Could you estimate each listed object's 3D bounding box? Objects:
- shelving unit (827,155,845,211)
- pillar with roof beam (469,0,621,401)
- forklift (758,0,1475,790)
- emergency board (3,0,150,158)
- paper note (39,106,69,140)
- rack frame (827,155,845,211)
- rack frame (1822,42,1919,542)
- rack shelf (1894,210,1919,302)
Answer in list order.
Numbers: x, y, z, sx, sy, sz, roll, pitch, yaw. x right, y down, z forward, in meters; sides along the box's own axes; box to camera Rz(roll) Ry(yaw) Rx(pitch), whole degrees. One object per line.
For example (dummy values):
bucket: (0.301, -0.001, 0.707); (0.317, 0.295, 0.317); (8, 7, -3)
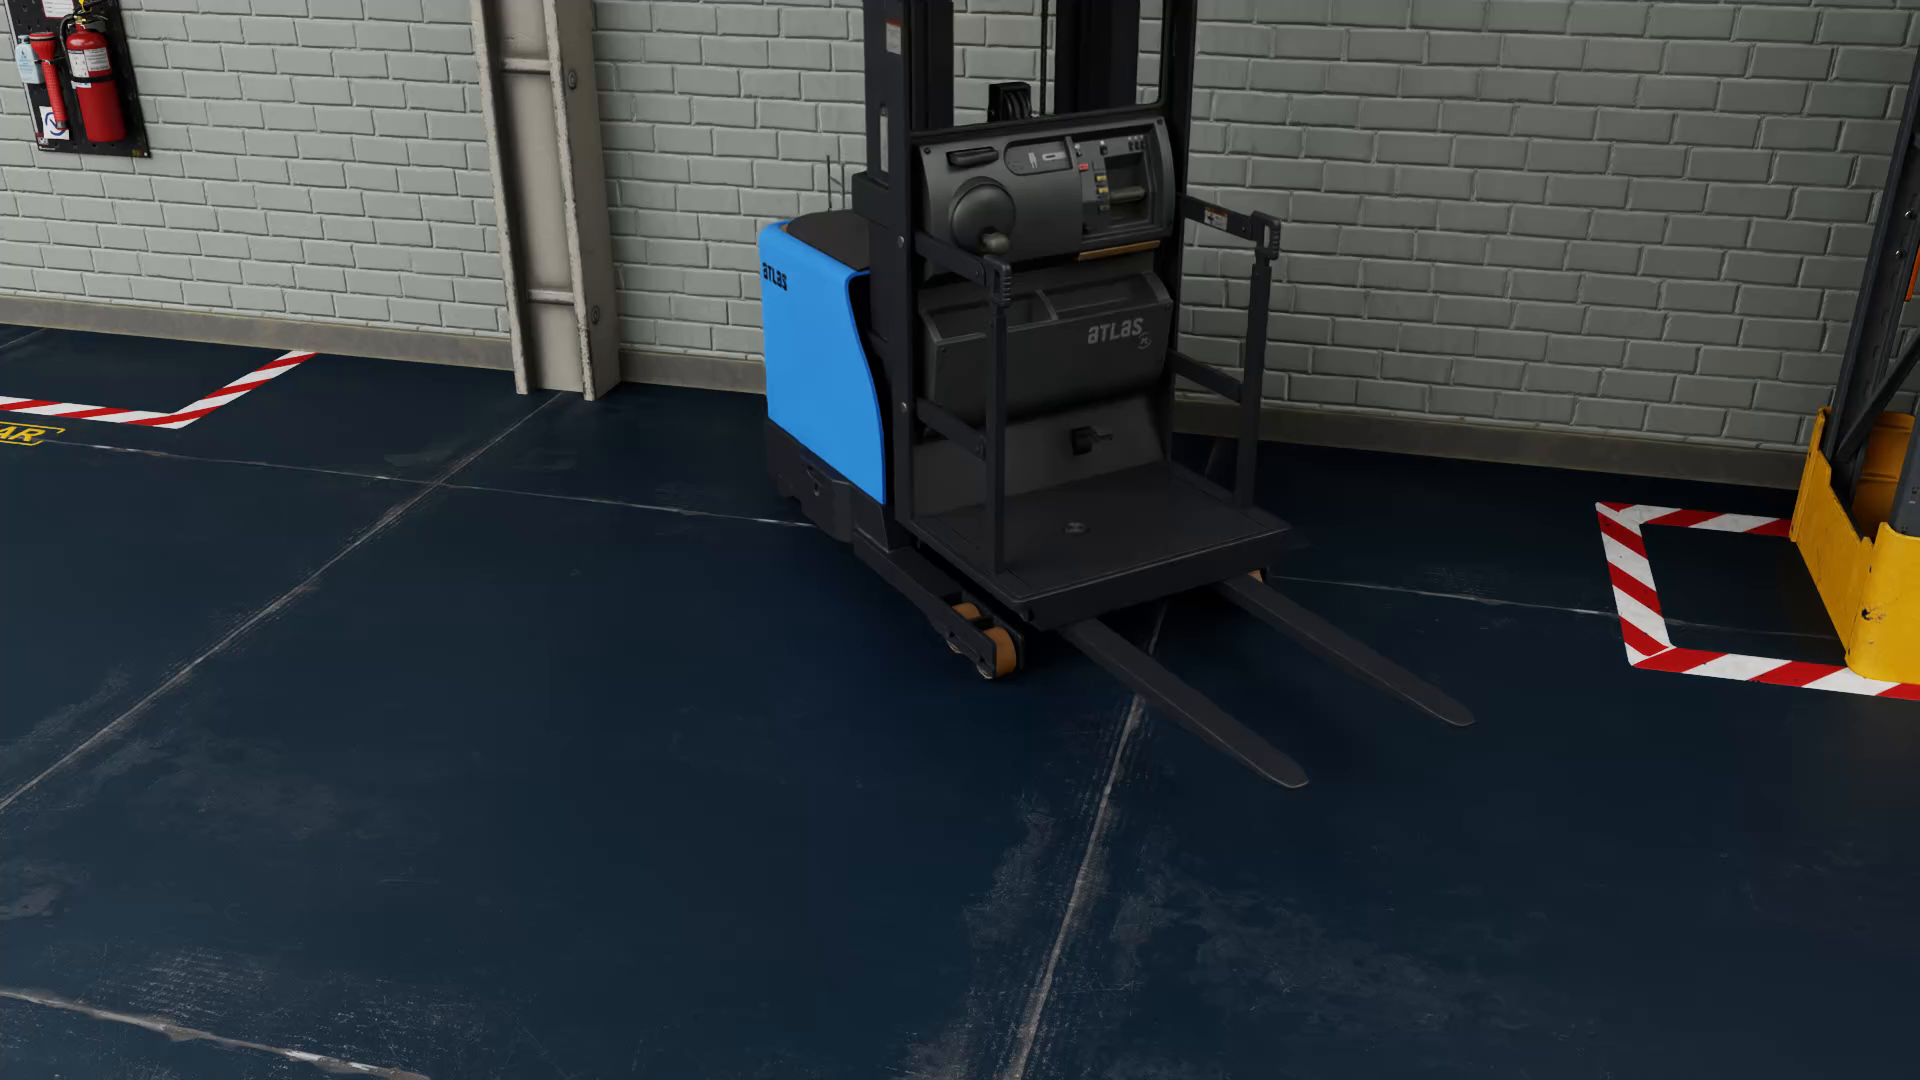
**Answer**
shelving unit: (-0.405, -0.972, 6.883); (0.189, 1.200, 0.258); (-8, 24, -17)
pillar with roof beam: (-2.890, -2.991, 2.064); (0.400, 9.000, 9.100); (6, 26, 13)
forklift: (0.400, -1.104, 5.160); (1.130, 2.935, 3.031); (-14, 29, -27)
emergency board: (-4.202, -2.355, 7.707); (0.643, 1.169, 0.194); (6, 26, 13)
paper note: (-4.356, -2.005, 7.997); (0.142, 0.148, 0.016); (6, 26, 13)
rack frame: (-0.491, -0.960, 6.856); (0.006, 1.200, 0.240); (-8, 24, -17)
rack frame: (3.100, -1.147, 5.170); (0.127, 3.000, 1.000); (6, 26, 13)
rack shelf: (5.037, -0.608, 4.875); (4.000, 0.370, 1.077); (6, 26, 13)
